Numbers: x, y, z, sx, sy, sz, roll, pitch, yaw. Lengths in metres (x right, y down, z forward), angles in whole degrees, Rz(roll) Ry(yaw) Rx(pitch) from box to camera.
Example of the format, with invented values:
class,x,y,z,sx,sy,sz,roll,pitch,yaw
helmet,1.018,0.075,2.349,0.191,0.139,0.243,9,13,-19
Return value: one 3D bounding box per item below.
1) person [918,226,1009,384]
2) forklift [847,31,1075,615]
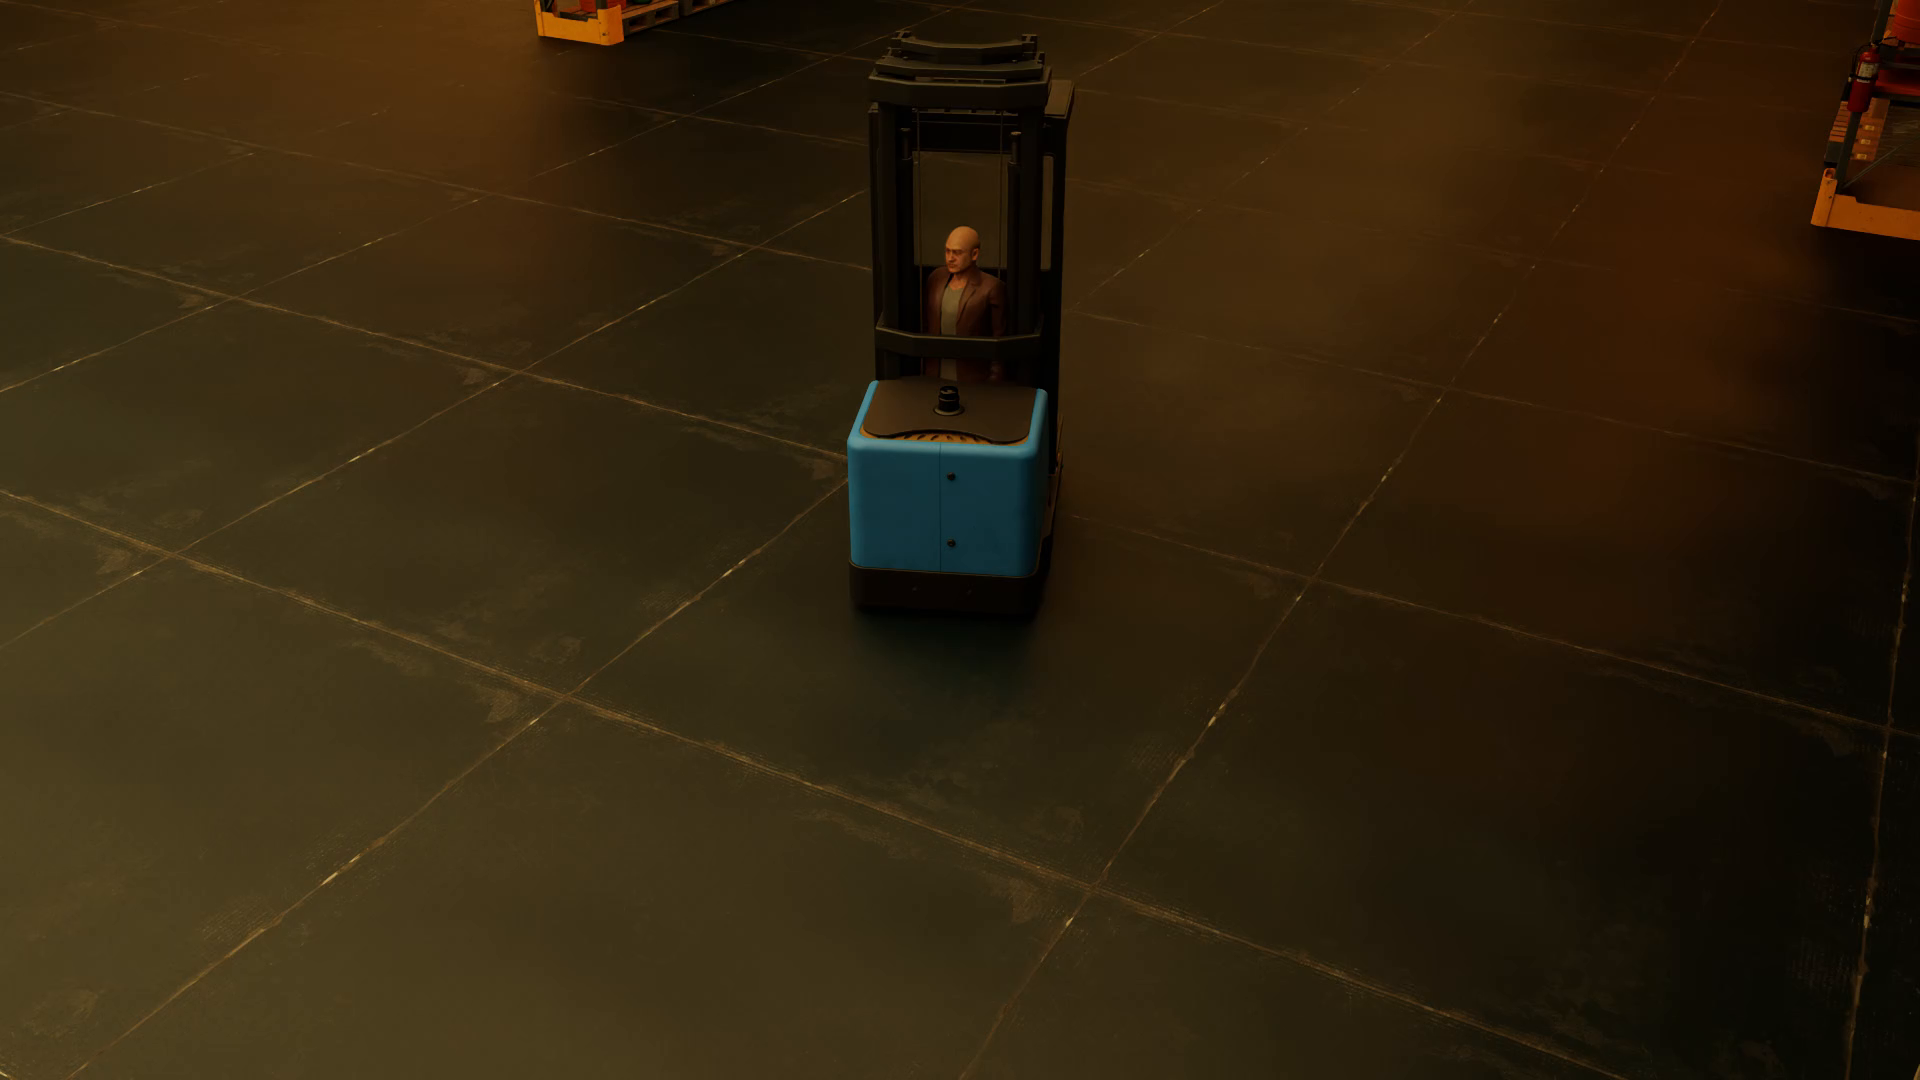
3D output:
class,x,y,z,sx,sy,sz,roll,pitch,yaw
person,-0.002,-0.945,9.465,0.567,1.711,0.326,15,33,25
forklift,0.072,-1.572,9.794,1.130,2.935,3.031,3,30,6
